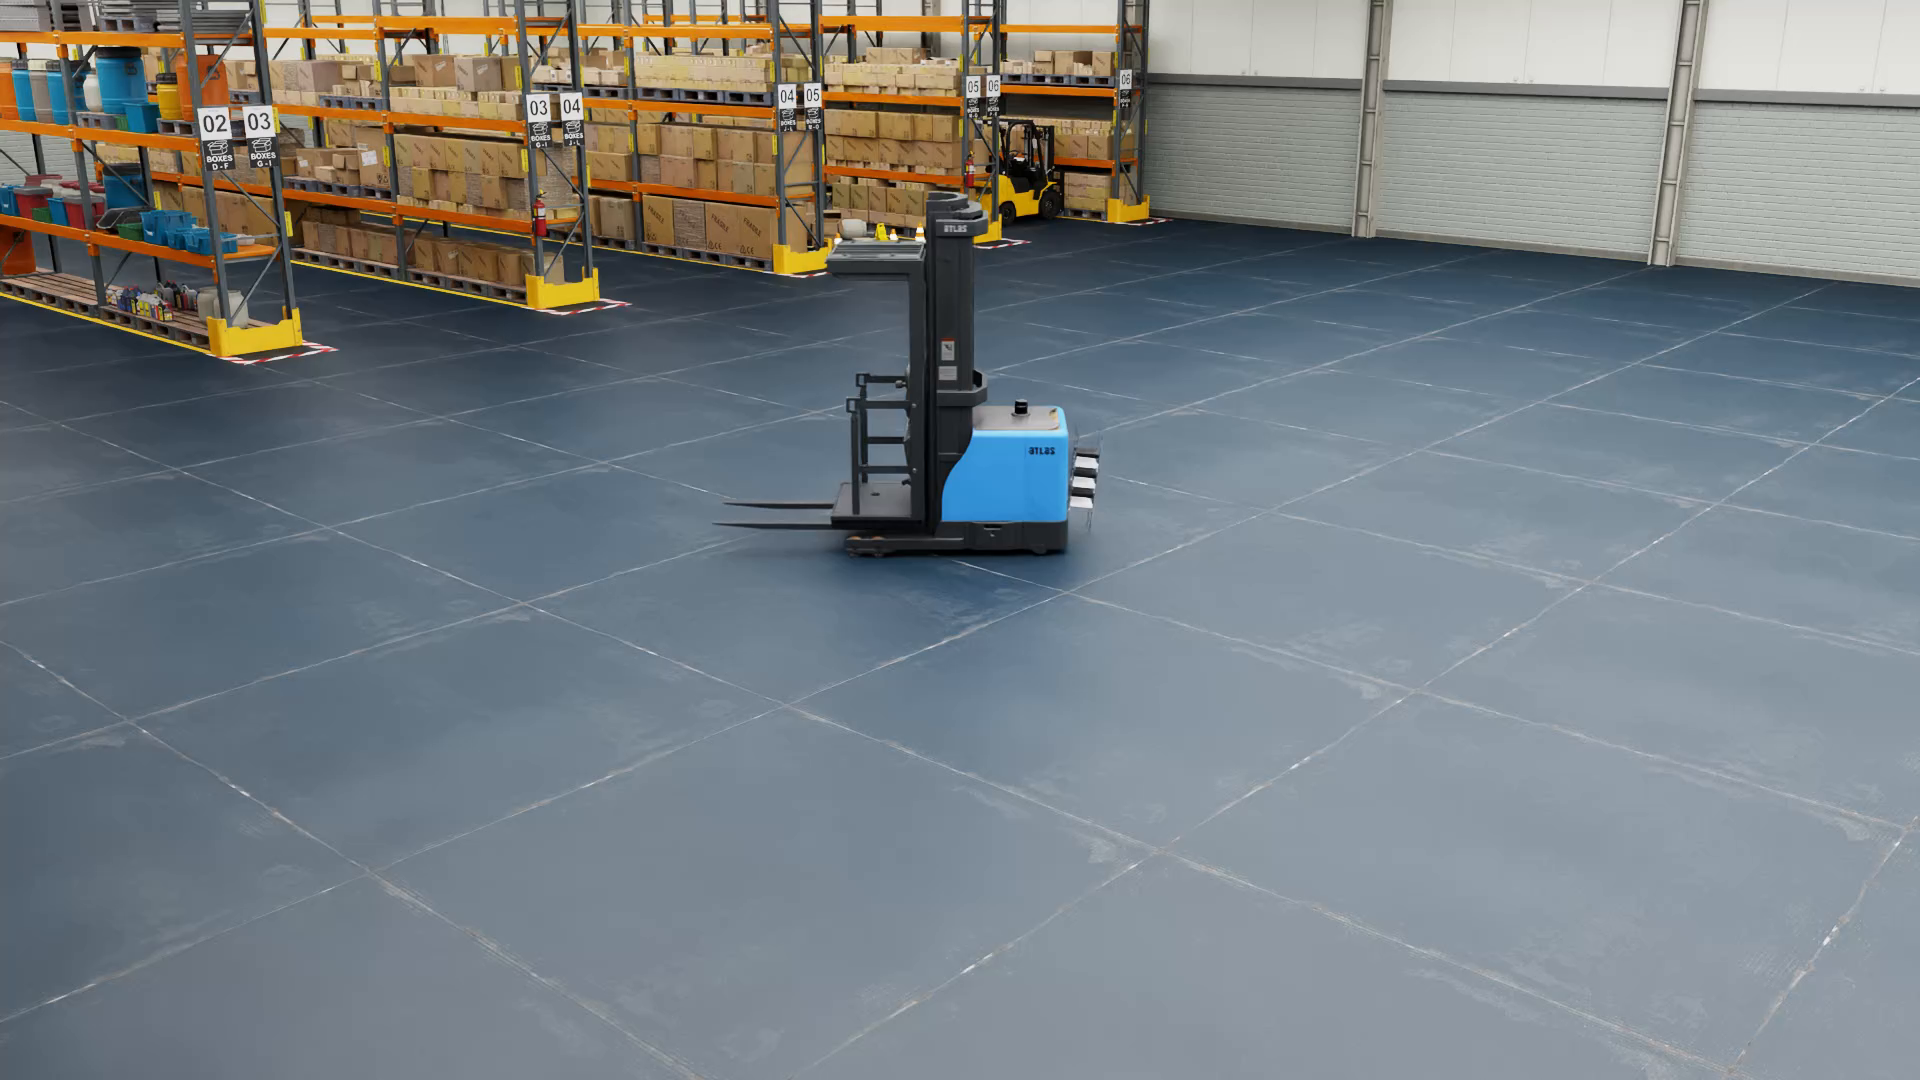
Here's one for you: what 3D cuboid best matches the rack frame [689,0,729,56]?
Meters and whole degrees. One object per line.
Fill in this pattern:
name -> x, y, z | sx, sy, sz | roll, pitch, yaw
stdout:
rack frame -> -5.581, -11.849, 36.898 | 0.127, 3.000, 1.000 | 15, 23, 39

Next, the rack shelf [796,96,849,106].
rack shelf -> -4.085, -9.674, 36.195 | 4.000, 0.370, 1.077 | 15, 23, 39

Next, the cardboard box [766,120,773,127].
cardboard box -> -3.841, -8.821, 35.924 | 0.500, 0.500, 0.500 | 16, 24, 41

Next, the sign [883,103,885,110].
sign -> -1.923, -10.791, 41.569 | 0.005, 0.325, 0.100 | 15, 23, 39

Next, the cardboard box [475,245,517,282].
cardboard box -> -7.557, -4.521, 27.164 | 0.500, 0.500, 0.500 | -16, 23, -41

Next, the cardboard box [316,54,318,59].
cardboard box -> -14.684, -11.125, 38.340 | 0.250, 0.149, 0.380 | 15, 23, 39

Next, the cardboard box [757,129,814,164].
cardboard box -> -3.059, -6.912, 29.228 | 0.550, 0.550, 0.875 | 15, 23, 39

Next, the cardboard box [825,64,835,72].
cardboard box -> -2.570, -9.739, 34.307 | 0.250, 0.149, 0.380 | 15, 23, 38

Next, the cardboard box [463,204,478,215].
cardboard box -> -7.717, -5.309, 26.625 | 0.250, 0.149, 0.380 | 15, 23, 39

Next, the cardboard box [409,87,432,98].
cardboard box -> -8.695, -7.260, 26.986 | 0.250, 0.149, 0.380 | 15, 23, 40

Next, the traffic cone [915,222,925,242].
traffic cone -> -0.775, -5.968, 32.480 | 0.334, 0.463, 0.336 | 15, 23, 39

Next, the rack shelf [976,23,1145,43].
rack shelf -> 2.199, -11.234, 36.813 | 4.000, 0.370, 1.077 | 15, 23, 39

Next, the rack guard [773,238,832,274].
rack guard -> -2.790, -5.046, 29.514 | 0.348, 0.500, 1.175 | 15, 23, 39

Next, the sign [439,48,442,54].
sign -> -11.417, -10.642, 36.550 | 0.005, 0.325, 0.100 | 15, 23, 39

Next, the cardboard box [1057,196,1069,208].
cardboard box -> 2.399, -7.624, 37.354 | 0.500, 0.250, 0.500 | 15, 23, 40

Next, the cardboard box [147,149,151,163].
cardboard box -> -16.426, -7.856, 33.990 | 0.500, 0.250, 0.500 | 16, 23, 40

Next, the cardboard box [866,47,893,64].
cardboard box -> -1.909, -11.638, 40.167 | 0.500, 0.500, 0.500 | 15, 23, 40

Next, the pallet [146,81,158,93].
pallet -> -15.756, -9.104, 33.356 | 1.213, 0.211, 1.003 | 15, 23, 39

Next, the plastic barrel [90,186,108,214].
plastic barrel -> -13.025, -5.130, 25.420 | 0.433, 0.535, 0.433 | 0, 18, 0

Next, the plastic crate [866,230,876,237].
plastic crate -> -1.959, -6.294, 34.139 | 0.583, 0.080, 0.402 | 7, 19, 21

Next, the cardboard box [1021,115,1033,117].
cardboard box -> 1.509, -9.703, 38.325 | 0.250, 0.149, 0.380 | 15, 23, 39

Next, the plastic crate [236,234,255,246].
plastic crate -> -9.919, -4.147, 22.984 | 0.250, 0.136, 0.298 | 15, 23, 39

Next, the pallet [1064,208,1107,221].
pallet -> 3.095, -7.322, 37.161 | 1.213, 0.211, 1.003 | 15, 23, 39

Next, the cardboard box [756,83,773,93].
cardboard box -> -3.281, -7.791, 28.626 | 0.250, 0.149, 0.380 | 15, 23, 39

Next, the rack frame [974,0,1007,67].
rack frame -> 0.703, -12.169, 37.909 | 0.127, 3.000, 1.000 | 15, 23, 39

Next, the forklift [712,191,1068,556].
forklift -> -0.596, -1.419, 14.064 | 3.031, 2.935, 1.130 | 0, 18, 1

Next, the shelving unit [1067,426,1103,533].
shelving unit -> 1.079, -0.526, 14.580 | 0.210, 0.900, 0.258 | 6, 18, -2

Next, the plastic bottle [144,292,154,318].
plastic bottle -> -11.528, -3.354, 23.701 | 0.185, 0.351, 0.144 | 16, 24, 41

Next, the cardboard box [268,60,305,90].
cardboard box -> -11.978, -8.310, 29.716 | 0.500, 0.500, 0.500 | 15, 23, 40

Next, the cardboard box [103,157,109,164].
cardboard box -> -17.903, -8.037, 35.219 | 0.250, 0.149, 0.380 | 15, 23, 38

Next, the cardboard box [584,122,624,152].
cardboard box -> -6.938, -7.873, 32.470 | 0.500, 0.500, 0.700 | 15, 23, 40

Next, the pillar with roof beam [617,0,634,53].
pillar with roof beam -> -12.549, -14.350, 44.780 | 0.400, 9.000, 9.100 | 15, 23, 39

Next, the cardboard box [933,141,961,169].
cardboard box -> -0.186, -7.619, 32.831 | 0.500, 0.500, 0.500 | 15, 23, 38

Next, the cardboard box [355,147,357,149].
cardboard box -> -13.549, -8.895, 37.923 | 0.250, 0.149, 0.380 | 16, 24, 41

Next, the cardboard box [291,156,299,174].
cardboard box -> -12.342, -6.954, 31.227 | 0.500, 0.500, 0.500 | 16, 24, 41

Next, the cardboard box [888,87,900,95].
cardboard box -> -1.228, -9.000, 33.295 | 0.250, 0.149, 0.380 | 15, 23, 39

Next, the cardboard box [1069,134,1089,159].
cardboard box -> 2.770, -8.700, 36.729 | 0.500, 0.500, 0.500 | 16, 24, 41

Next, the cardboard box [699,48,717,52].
cardboard box -> -6.577, -12.905, 44.115 | 0.500, 0.250, 0.500 | 16, 23, 40

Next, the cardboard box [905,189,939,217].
cardboard box -> -0.762, -6.836, 33.632 | 0.500, 0.500, 0.500 | 16, 24, 41

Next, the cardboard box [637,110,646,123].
cardboard box -> -7.271, -9.864, 38.743 | 0.500, 0.500, 0.500 | 15, 23, 38

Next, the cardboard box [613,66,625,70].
cardboard box -> -7.859, -10.978, 38.804 | 0.250, 0.166, 0.380 | 13, 22, 36

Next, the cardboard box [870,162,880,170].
cardboard box -> -1.616, -7.672, 34.069 | 0.250, 0.149, 0.380 | 15, 23, 40

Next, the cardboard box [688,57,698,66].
cardboard box -> -4.615, -8.528, 29.632 | 0.250, 0.149, 0.380 | 15, 23, 39

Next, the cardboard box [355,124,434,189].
cardboard box -> -9.669, -6.621, 28.658 | 1.000, 1.000, 1.000 | 15, 23, 40

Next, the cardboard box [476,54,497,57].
cardboard box -> -9.660, -9.813, 34.013 | 0.258, 0.266, 0.396 | 15, 23, 39

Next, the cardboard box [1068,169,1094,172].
cardboard box -> 2.718, -8.215, 37.563 | 0.500, 0.250, 0.500 | 15, 23, 39

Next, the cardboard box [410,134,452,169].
cardboard box -> -8.624, -6.362, 27.218 | 0.500, 0.500, 0.500 | 15, 23, 39

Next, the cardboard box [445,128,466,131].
cardboard box -> -10.960, -8.874, 36.179 | 0.250, 0.149, 0.380 | 14, 22, 38

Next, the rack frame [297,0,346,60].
rack frame -> -14.775, -12.315, 38.367 | 0.127, 3.000, 1.000 | 15, 23, 39

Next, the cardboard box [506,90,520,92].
cardboard box -> -6.964, -7.014, 26.212 | 0.250, 0.149, 0.380 | 15, 23, 39

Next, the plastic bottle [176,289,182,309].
plastic bottle -> -11.446, -3.543, 24.407 | 0.133, 0.283, 0.061 | 15, 23, 39

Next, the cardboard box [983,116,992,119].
cardboard box -> 0.744, -9.677, 38.245 | 0.250, 0.149, 0.380 | 16, 23, 40

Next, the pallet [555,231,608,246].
pallet -> -7.343, -6.100, 33.310 | 1.213, 0.211, 1.003 | 15, 23, 39
